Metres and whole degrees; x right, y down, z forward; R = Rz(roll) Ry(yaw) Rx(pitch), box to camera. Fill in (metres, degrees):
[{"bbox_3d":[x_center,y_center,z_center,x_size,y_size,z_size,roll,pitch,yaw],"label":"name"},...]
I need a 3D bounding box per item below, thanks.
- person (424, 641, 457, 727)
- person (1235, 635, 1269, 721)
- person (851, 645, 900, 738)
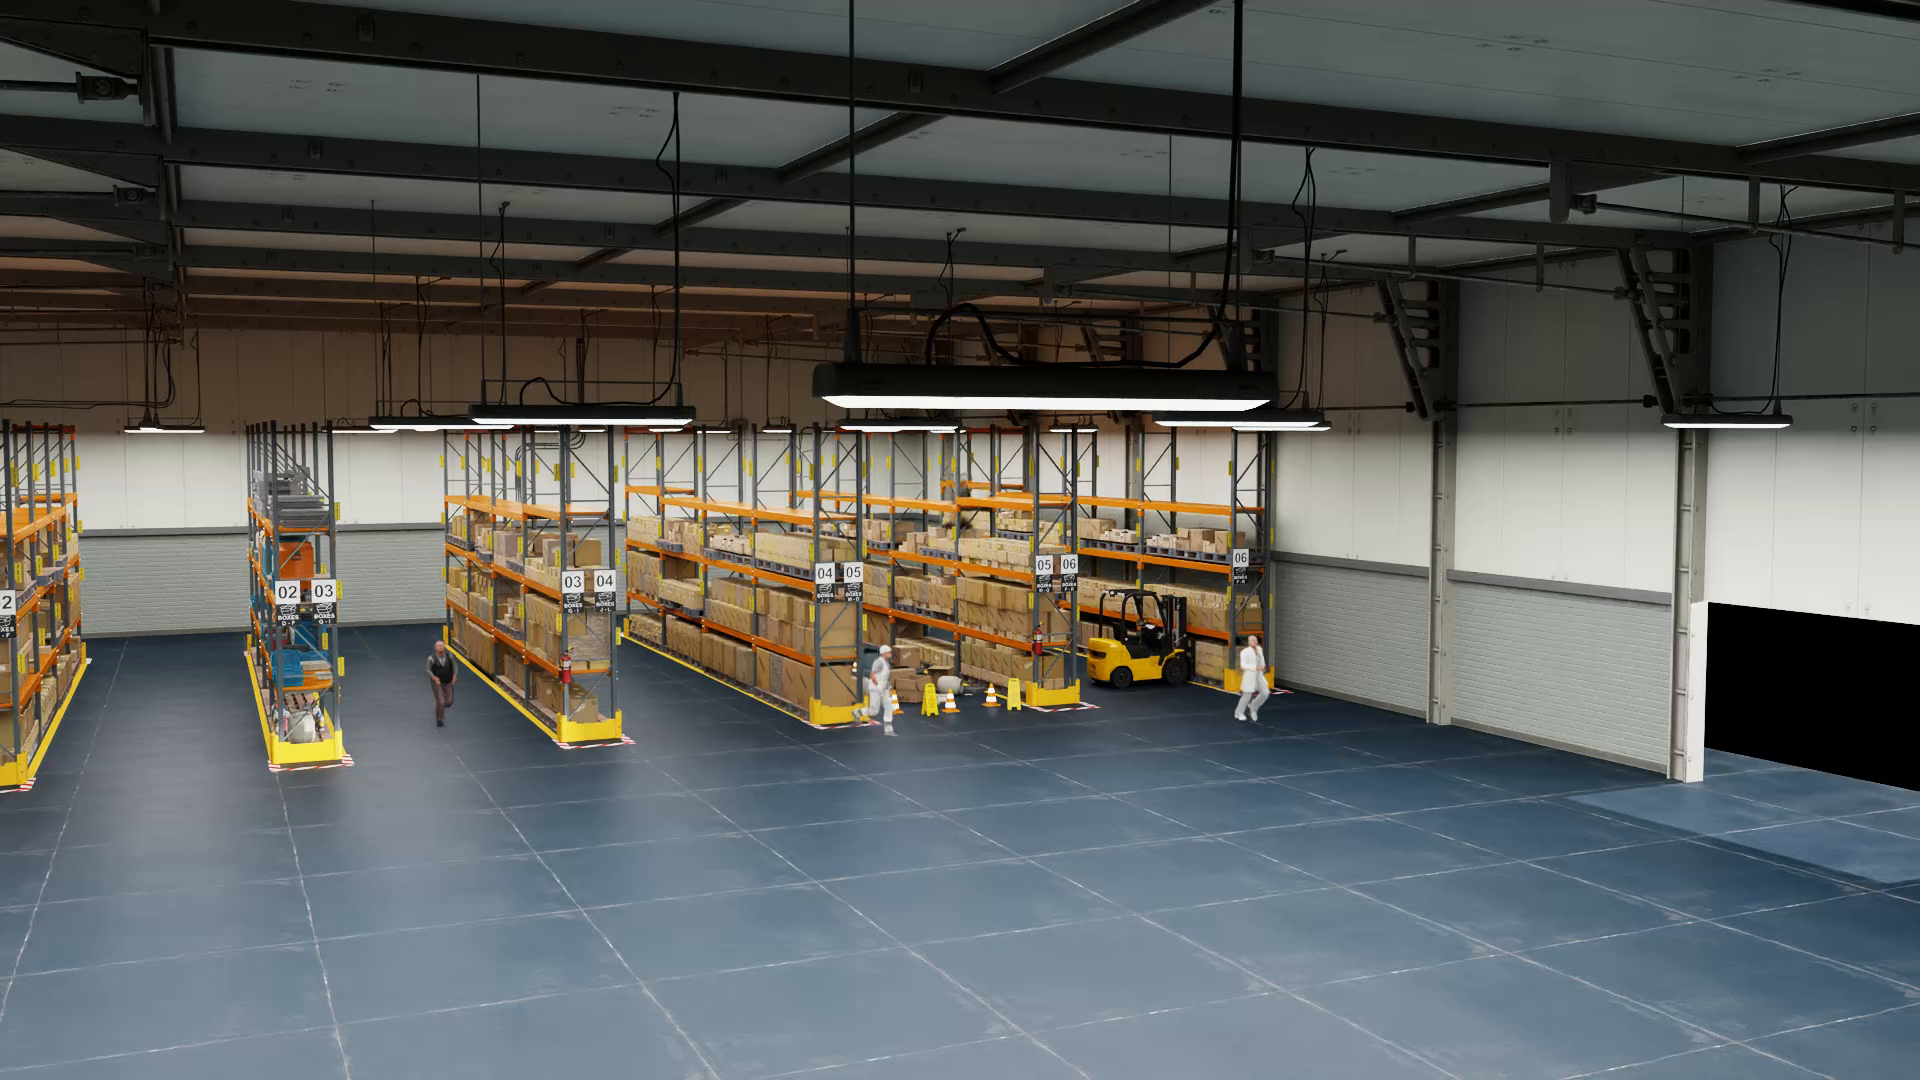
[{"bbox_3d":[-10.244,2.835,32.878,0.674,1.686,0.654,-2,4,-33],"label":"person"},{"bbox_3d":[5.866,2.759,33.180,0.732,1.736,0.897,-2,4,-26],"label":"person"},{"bbox_3d":[-1.608,2.881,31.771,0.991,1.770,0.660,1,4,21],"label":"person"}]
